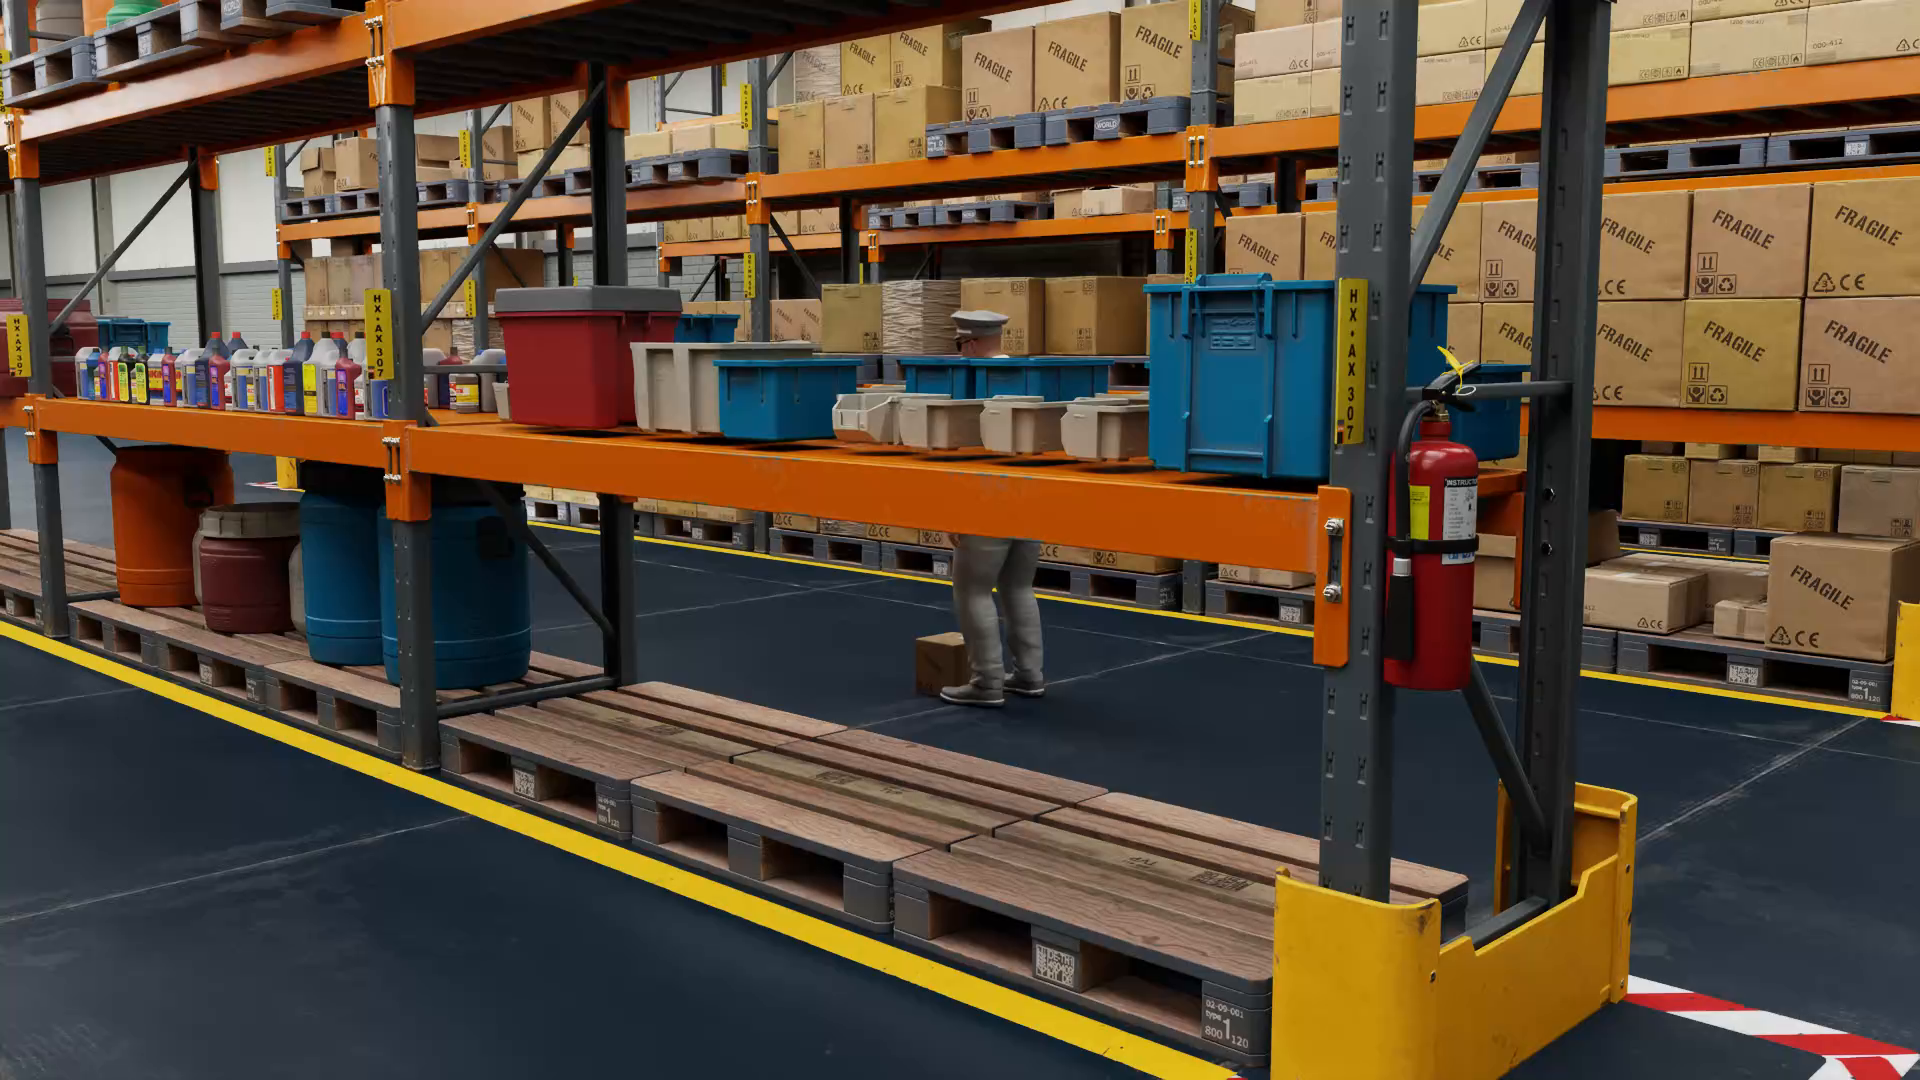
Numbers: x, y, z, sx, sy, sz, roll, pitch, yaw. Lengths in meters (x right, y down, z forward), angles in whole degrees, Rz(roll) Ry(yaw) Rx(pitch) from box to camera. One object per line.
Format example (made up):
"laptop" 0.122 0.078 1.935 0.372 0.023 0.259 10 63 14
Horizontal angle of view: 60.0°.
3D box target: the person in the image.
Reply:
"person" 0.174 -0.143 7.397 0.437 1.747 0.600 6 9 40
